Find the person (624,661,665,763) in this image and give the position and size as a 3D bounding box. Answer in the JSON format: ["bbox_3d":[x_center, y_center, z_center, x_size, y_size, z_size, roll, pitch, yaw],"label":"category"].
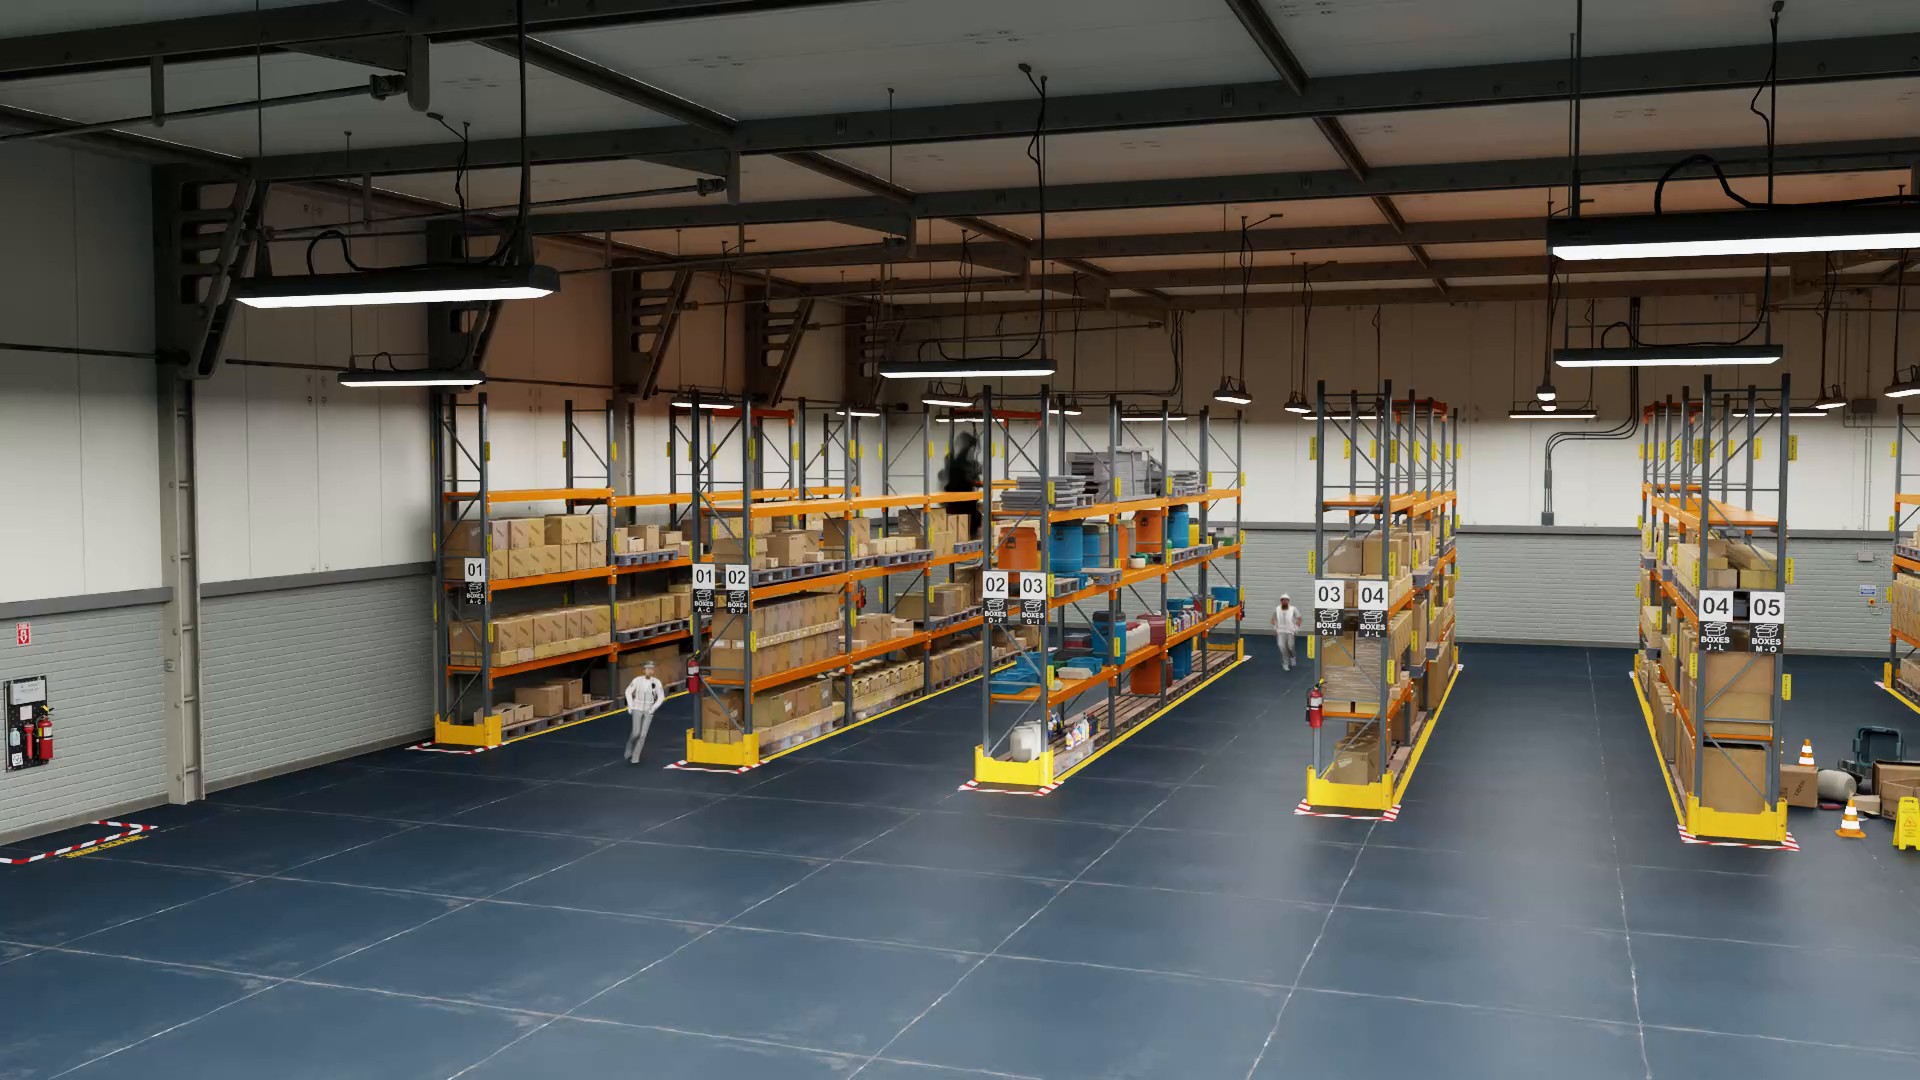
[{"bbox_3d":[-5.074,2.757,26.767,0.647,1.637,0.501,-1,3,-15],"label":"person"}]

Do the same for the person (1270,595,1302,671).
[{"bbox_3d":[7.459,2.117,38.096,0.704,1.731,0.601,1,3,17],"label":"person"}]

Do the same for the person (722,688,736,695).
[{"bbox_3d":[-4.323,2.474,31.581,0.643,1.759,0.999,1,3,13],"label":"person"}]
